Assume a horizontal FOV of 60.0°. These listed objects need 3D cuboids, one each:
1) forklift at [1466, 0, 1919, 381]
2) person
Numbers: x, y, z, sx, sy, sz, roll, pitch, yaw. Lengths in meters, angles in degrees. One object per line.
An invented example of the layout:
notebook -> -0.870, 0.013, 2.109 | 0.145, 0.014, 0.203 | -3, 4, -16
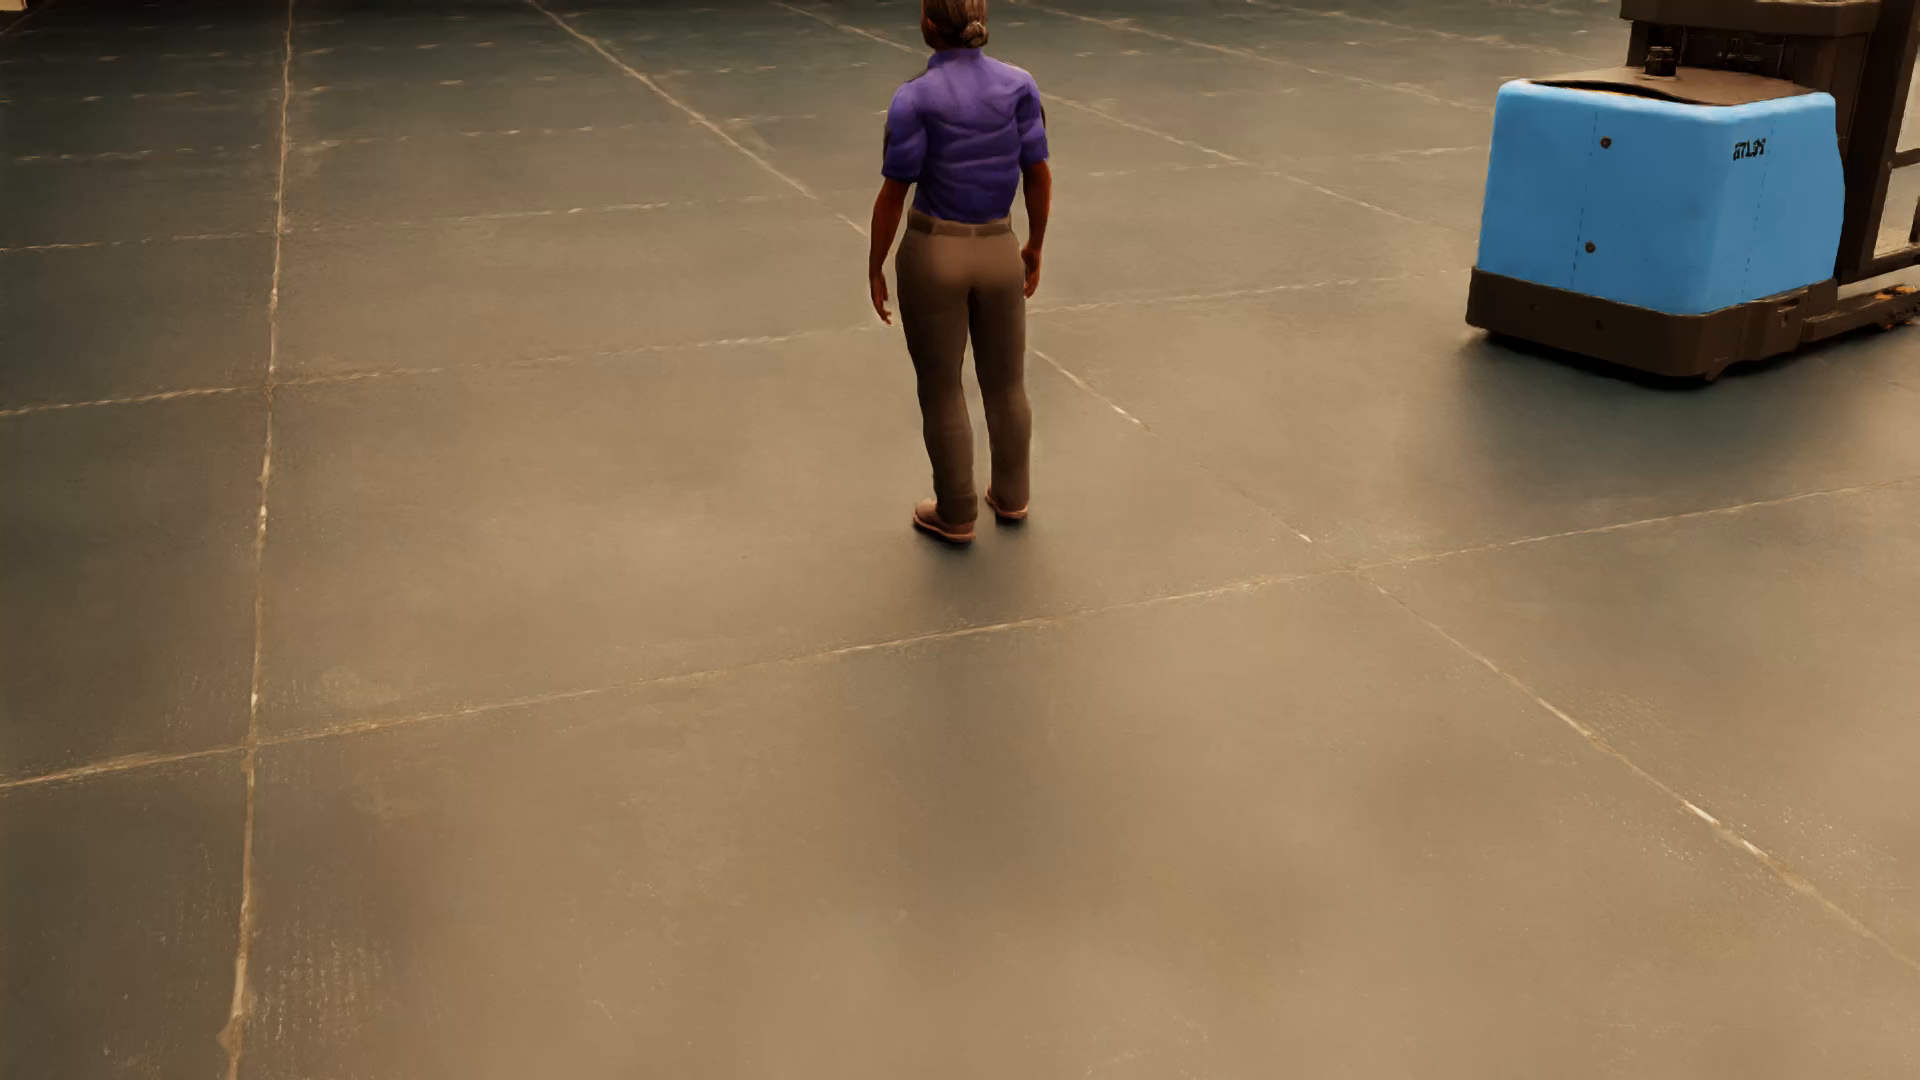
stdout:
forklift -> 3.649, -2.407, 7.023 | 3.031, 2.935, 1.130 | -16, 28, -33
person -> -0.012, -0.804, 4.838 | 0.570, 1.654, 0.503 | -8, 24, -18
